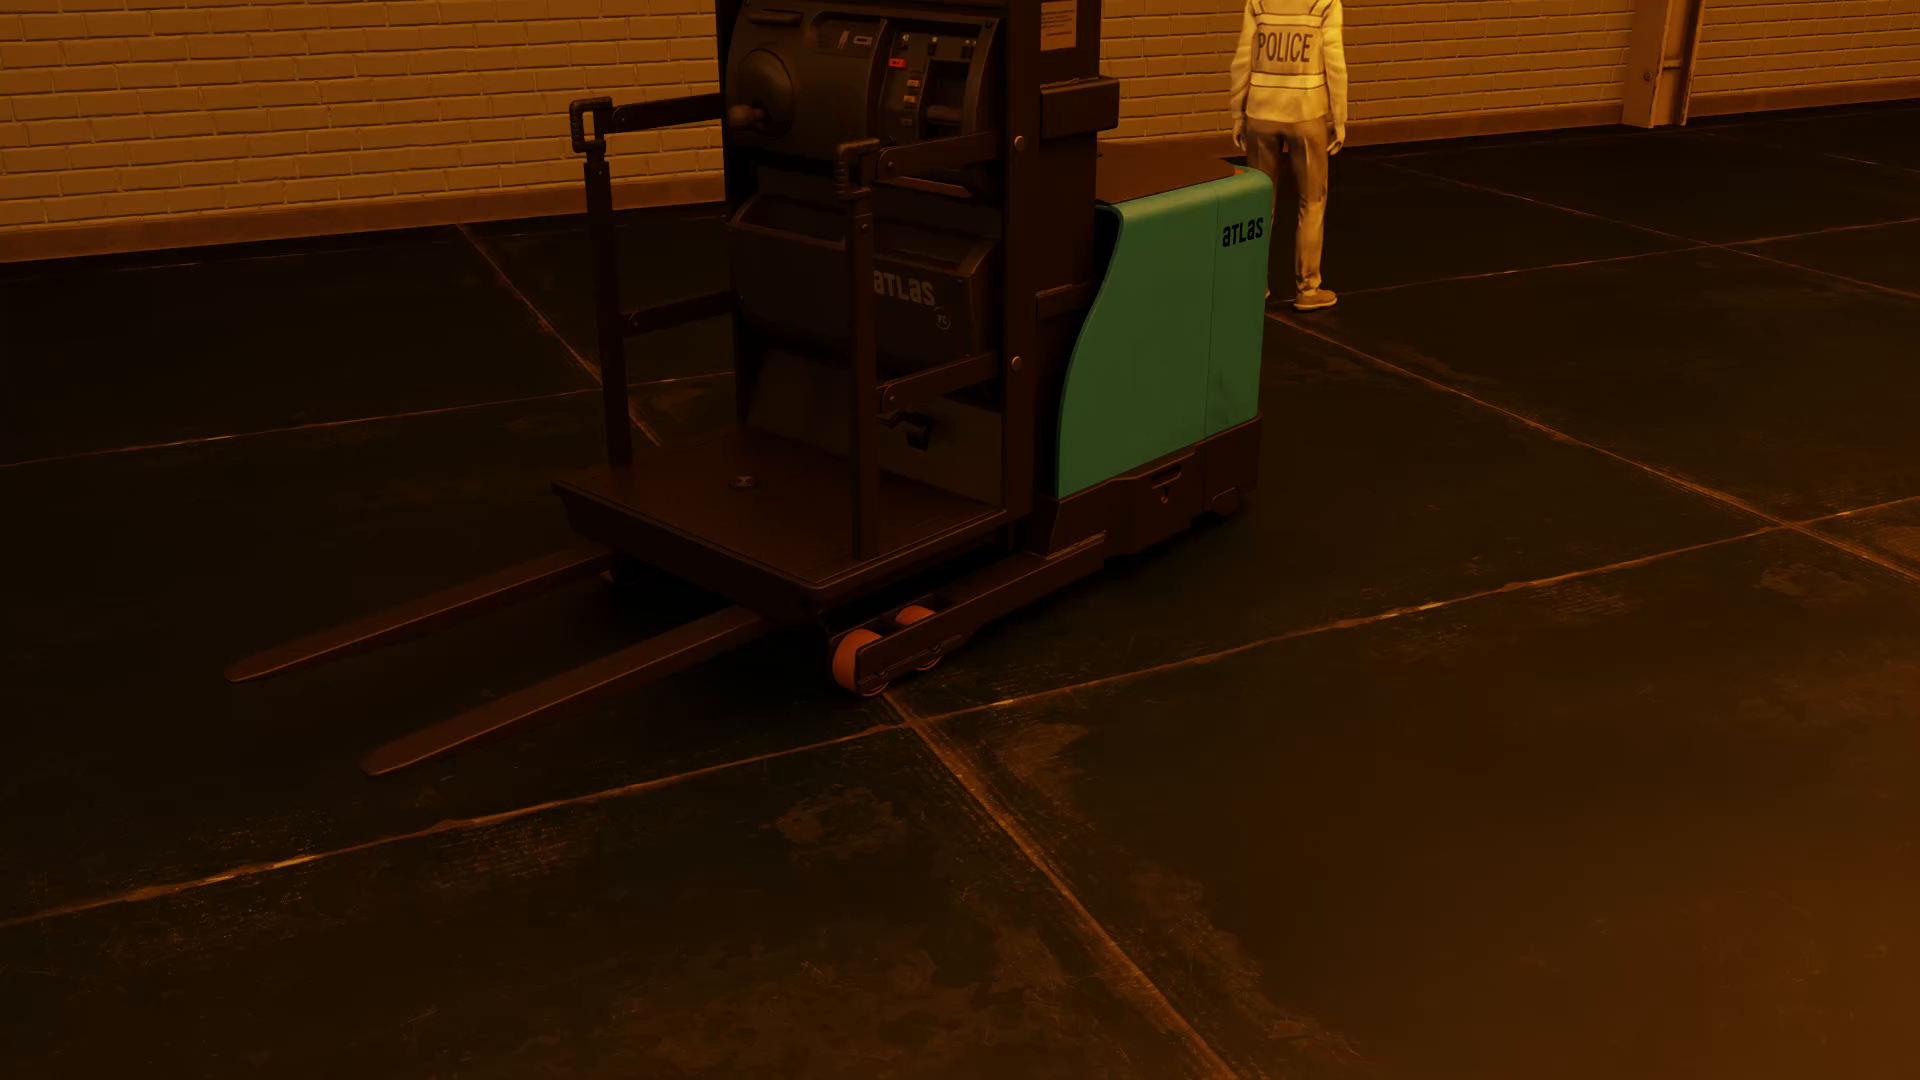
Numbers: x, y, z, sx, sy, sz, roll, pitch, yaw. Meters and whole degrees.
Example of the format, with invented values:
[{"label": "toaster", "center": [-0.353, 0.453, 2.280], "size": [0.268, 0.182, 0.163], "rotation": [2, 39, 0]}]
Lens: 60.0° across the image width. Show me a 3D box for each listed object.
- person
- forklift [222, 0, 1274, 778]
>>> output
[{"label": "person", "center": [1.468, -1.871, 7.448], "size": [0.536, 1.662, 0.373], "rotation": [10, 25, 24]}, {"label": "forklift", "center": [-0.413, -1.182, 4.131], "size": [1.130, 2.935, 3.031], "rotation": [19, 29, 39]}]
